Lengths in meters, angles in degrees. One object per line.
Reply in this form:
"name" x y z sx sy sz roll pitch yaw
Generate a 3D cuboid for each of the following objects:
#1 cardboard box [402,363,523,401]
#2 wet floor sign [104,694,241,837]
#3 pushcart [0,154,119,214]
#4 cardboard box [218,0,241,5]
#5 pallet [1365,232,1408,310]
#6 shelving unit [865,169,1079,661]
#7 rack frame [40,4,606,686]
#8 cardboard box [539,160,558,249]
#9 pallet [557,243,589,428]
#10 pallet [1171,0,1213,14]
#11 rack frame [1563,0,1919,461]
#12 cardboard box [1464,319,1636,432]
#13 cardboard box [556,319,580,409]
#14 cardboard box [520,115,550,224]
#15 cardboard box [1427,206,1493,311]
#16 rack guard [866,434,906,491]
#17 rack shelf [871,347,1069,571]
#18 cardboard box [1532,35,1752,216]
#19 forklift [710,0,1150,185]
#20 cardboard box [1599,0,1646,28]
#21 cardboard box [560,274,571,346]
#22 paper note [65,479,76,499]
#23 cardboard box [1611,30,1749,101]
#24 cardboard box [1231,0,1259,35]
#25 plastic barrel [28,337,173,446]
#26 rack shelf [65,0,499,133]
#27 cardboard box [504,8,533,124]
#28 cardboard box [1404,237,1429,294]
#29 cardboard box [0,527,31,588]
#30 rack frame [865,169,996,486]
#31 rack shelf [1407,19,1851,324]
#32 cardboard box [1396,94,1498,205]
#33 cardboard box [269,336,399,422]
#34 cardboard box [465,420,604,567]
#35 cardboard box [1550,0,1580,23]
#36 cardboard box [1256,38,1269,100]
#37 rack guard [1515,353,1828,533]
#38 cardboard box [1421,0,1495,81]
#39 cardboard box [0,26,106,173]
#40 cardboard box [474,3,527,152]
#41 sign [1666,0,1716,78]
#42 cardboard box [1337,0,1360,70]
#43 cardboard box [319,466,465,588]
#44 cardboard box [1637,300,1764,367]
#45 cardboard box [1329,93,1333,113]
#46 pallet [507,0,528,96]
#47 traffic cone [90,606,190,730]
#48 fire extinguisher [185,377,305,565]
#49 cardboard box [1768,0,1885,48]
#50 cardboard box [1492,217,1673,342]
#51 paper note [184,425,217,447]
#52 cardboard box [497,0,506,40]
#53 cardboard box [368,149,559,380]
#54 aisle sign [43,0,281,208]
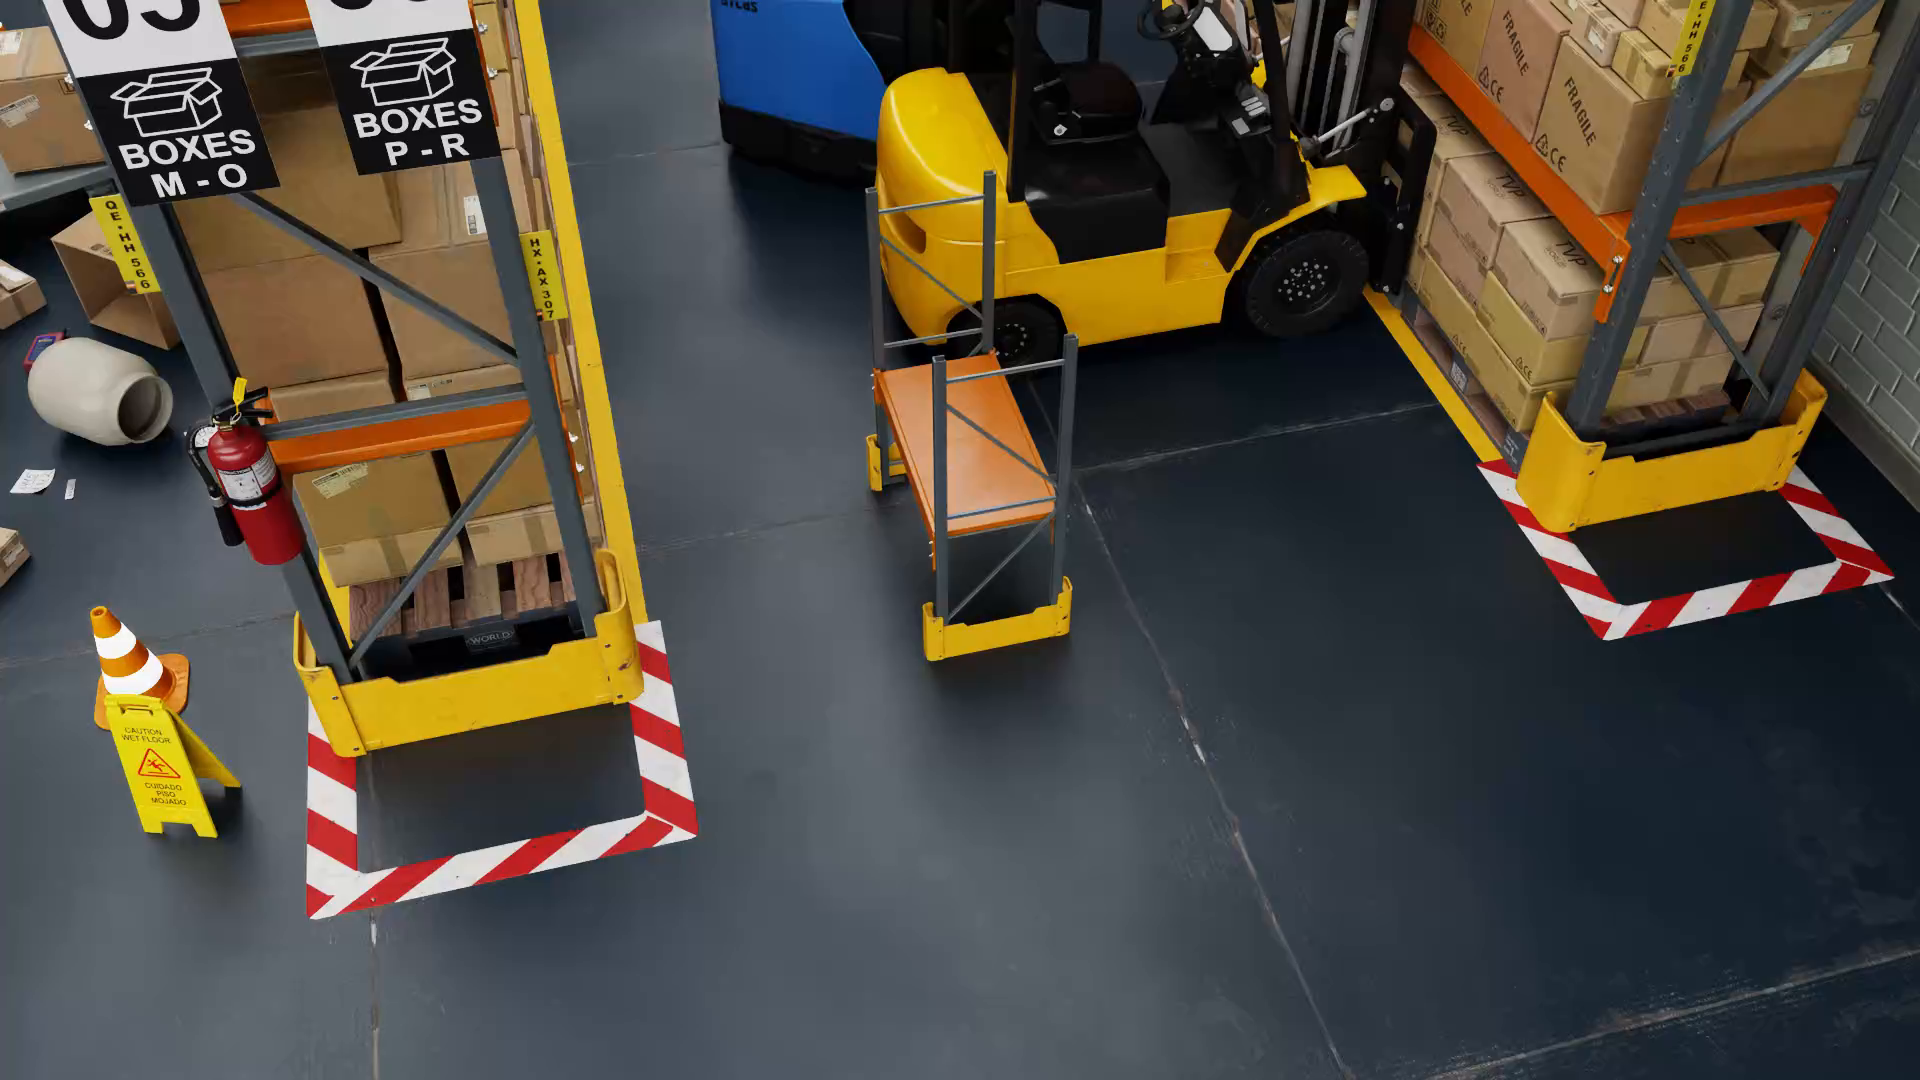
"cardboard box" -1.685 -0.586 5.650 0.380 0.149 0.250 -11 47 -10
"wet floor sign" -2.784 0.750 5.814 0.267 0.644 0.232 4 46 4
"pushcart" -5.014 -1.793 8.494 1.648 0.377 0.936 -26 51 -24
"cardboard box" -2.160 -1.558 4.503 0.380 0.149 0.250 -11 47 -10
"pallet" 2.454 -1.696 8.515 1.003 0.211 1.213 -11 47 -10
"shelving unit" 0.020 -0.472 6.414 0.587 1.500 1.083 -11 47 -10
"rack frame" -1.798 -0.401 5.294 1.000 3.000 0.127 -11 47 -10
"cardboard box" -2.265 -1.622 8.122 0.500 0.250 0.500 -12 47 -11
"pallet" -2.300 -0.886 7.721 1.003 0.211 1.213 -11 47 -10
"pallet" 1.749 -3.598 10.379 1.003 0.211 1.213 -11 47 -10
"rack frame" 2.999 -1.311 6.186 1.000 3.000 0.127 -11 47 -10
"cardboard box" 2.573 -0.762 7.279 0.500 0.250 0.500 -10 46 -10
"cardboard box" -1.882 -0.832 6.822 0.500 0.500 0.500 -12 47 -12
"cardboard box" -2.148 -1.547 7.523 0.500 0.500 0.500 -8 46 -8
"cardboard box" 2.454 -1.298 7.454 0.500 0.250 0.500 -11 47 -11
"rack guard" -0.108 -0.379 7.197 0.587 0.250 0.087 -11 47 -10
"rack shelf" 0.022 -0.340 6.536 0.538 0.185 1.000 -11 47 -10
"cardboard box" 2.619 -1.638 6.436 0.500 0.500 0.500 -12 47 -11
"forklift" 0.270 -3.045 7.932 3.031 2.935 1.130 17 48 16
"cardboard box" 2.610 -2.051 6.178 0.380 0.149 0.250 -11 47 -10
"cardboard box" -2.013 -0.921 7.435 0.500 0.250 0.500 -8 46 -8
"paper note" -3.858 -0.221 7.210 0.032 0.001 0.123 -11 47 -10
"cardboard box" 2.639 -1.761 6.102 0.380 0.149 0.250 -10 46 -10
"cardboard box" 1.800 -3.042 9.163 0.500 0.250 0.500 -11 47 -11
"plastic barrel" -3.791 -0.649 7.340 0.512 0.421 0.421 19 48 17
"rack shelf" -2.310 -2.580 5.832 1.077 0.370 4.000 -11 47 -10
"cardboard box" -2.411 -2.250 8.212 0.500 0.500 0.500 -11 47 -11
"cardboard box" 2.336 -1.455 7.957 0.500 0.250 0.500 -10 46 -10
"cardboard box" -4.086 0.062 6.836 0.380 0.149 0.250 11 47 11
"rack frame" -0.108 -0.817 6.751 0.500 1.500 0.032 -11 47 -10
"rack shelf" 2.487 -2.440 7.796 1.077 0.370 4.000 -11 47 -10
"cardboard box" 2.304 -1.805 7.600 0.500 0.250 0.500 -10 46 -10
"cardboard box" -2.101 -0.532 5.598 0.380 0.149 0.250 -9 46 -9
"cardboard box" -1.737 -0.193 6.721 0.500 0.250 0.500 -11 47 -11
"cardboard box" 2.538 -2.123 6.457 0.380 0.149 0.250 -10 46 -10
"cardboard box" 1.924 -2.515 8.997 0.500 0.250 0.500 -12 47 -11
"rack guard" 3.005 -0.420 7.062 1.175 0.500 0.348 -11 47 -10
"cardboard box" 2.364 -2.352 7.135 0.500 0.500 0.500 -12 47 -11
"cardboard box" -4.535 -2.207 8.283 0.500 0.500 0.500 -11 47 -10
"cardboard box" -1.919 -1.626 6.216 0.500 0.500 0.500 -12 47 -11
"sign" 2.471 -1.710 5.600 0.100 0.325 0.005 -11 47 -10
"cardboard box" 2.055 -2.520 8.301 0.500 0.250 0.500 -9 46 -9
"cardboard box" -2.271 -0.111 6.641 0.500 0.250 0.500 -11 47 -11
"cardboard box" 3.079 -1.033 7.194 0.500 0.250 0.500 -10 46 -10
"cardboard box" 2.049 -2.345 8.480 0.500 0.250 0.500 -11 47 -11
"pallet" -3.023 -2.724 9.522 1.003 0.211 1.213 -11 47 -10
"traffic cone" -3.155 0.426 6.259 0.336 0.463 0.334 -11 47 -10
"fire extinguisher" -2.214 -0.211 5.161 0.296 0.674 0.183 -11 47 -10
"cardboard box" 3.120 -1.948 6.077 0.380 0.149 0.250 -12 47 -11
"cardboard box" 2.580 -1.107 6.916 0.500 0.250 0.500 -9 46 -9
"paper note" -3.384 -0.473 7.443 0.142 0.019 0.148 -26 51 -24
"cardboard box" -2.193 -2.329 6.905 0.500 0.500 0.500 -10 46 -9
"cardboard box" -1.651 -0.918 5.522 0.500 0.500 0.500 -11 47 -11
"aisle sign" -2.063 -1.215 4.271 0.394 0.787 0.004 -11 47 -10
